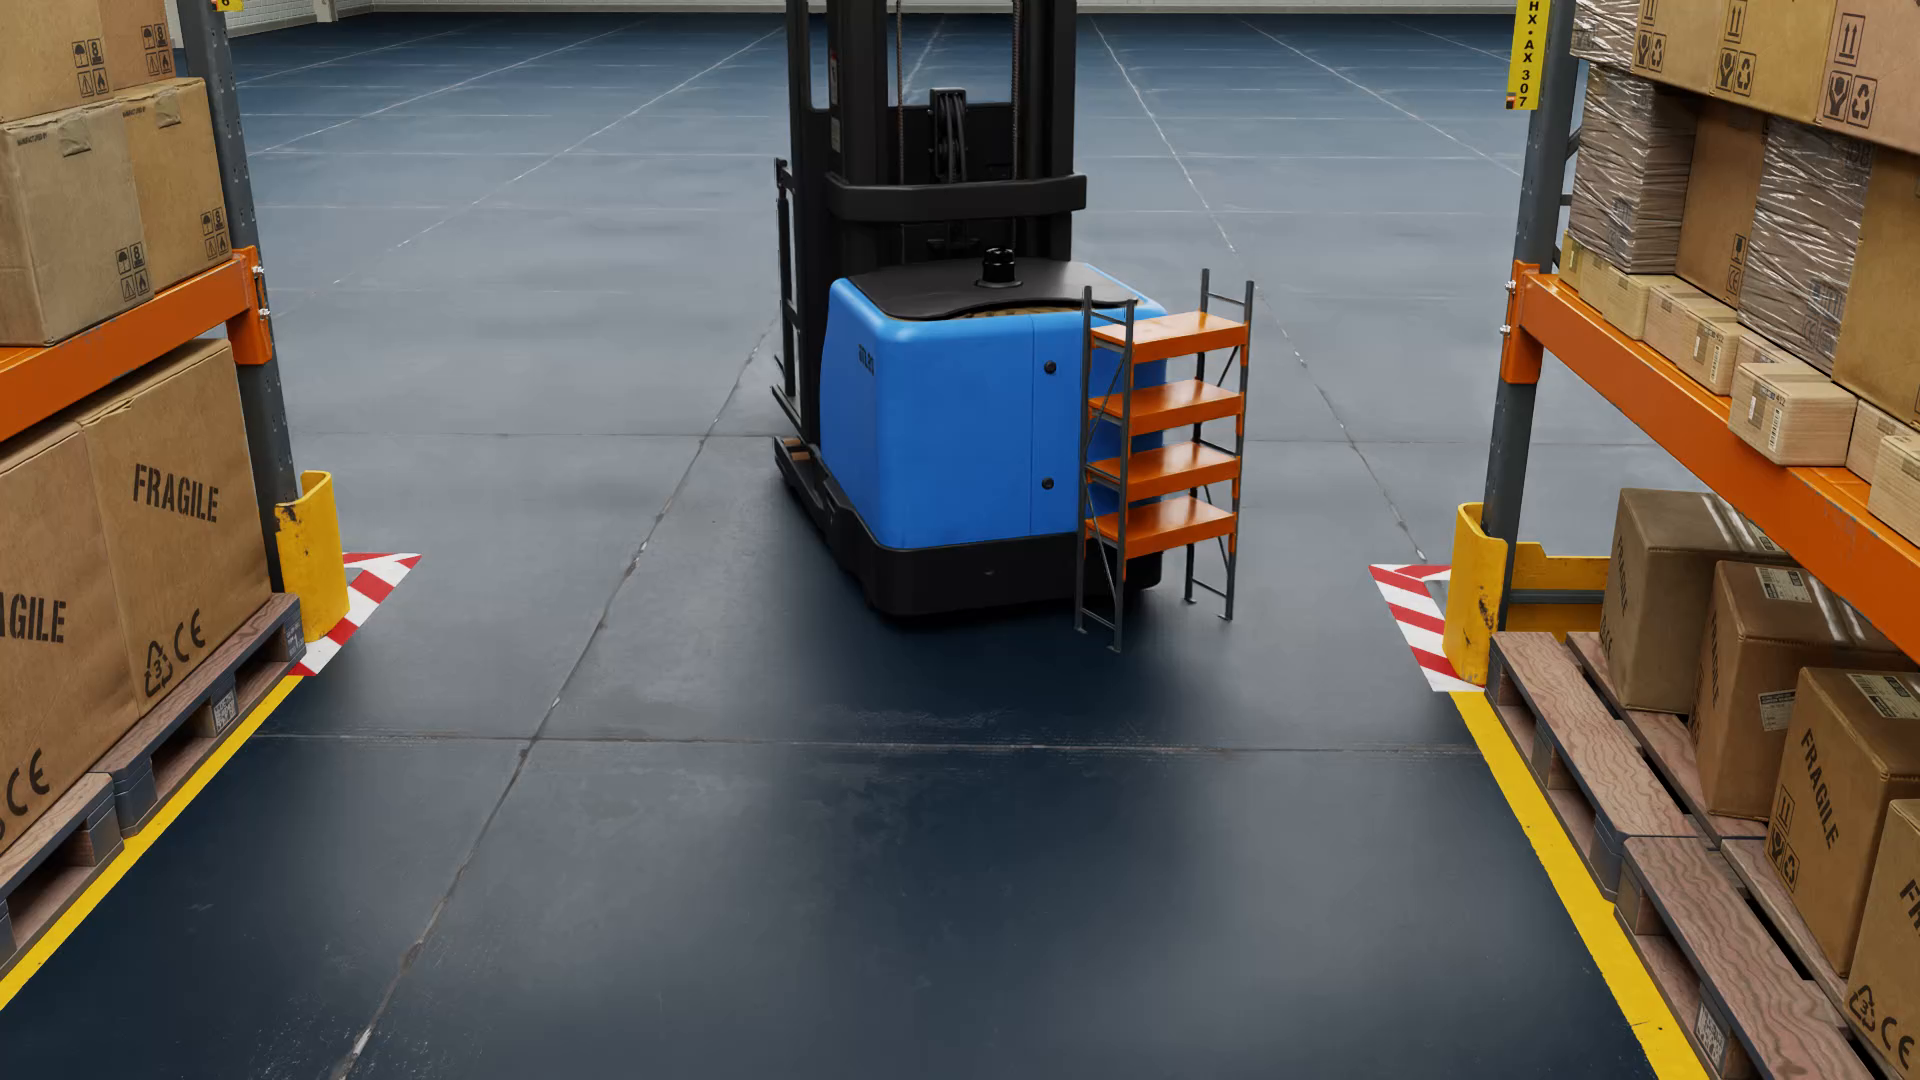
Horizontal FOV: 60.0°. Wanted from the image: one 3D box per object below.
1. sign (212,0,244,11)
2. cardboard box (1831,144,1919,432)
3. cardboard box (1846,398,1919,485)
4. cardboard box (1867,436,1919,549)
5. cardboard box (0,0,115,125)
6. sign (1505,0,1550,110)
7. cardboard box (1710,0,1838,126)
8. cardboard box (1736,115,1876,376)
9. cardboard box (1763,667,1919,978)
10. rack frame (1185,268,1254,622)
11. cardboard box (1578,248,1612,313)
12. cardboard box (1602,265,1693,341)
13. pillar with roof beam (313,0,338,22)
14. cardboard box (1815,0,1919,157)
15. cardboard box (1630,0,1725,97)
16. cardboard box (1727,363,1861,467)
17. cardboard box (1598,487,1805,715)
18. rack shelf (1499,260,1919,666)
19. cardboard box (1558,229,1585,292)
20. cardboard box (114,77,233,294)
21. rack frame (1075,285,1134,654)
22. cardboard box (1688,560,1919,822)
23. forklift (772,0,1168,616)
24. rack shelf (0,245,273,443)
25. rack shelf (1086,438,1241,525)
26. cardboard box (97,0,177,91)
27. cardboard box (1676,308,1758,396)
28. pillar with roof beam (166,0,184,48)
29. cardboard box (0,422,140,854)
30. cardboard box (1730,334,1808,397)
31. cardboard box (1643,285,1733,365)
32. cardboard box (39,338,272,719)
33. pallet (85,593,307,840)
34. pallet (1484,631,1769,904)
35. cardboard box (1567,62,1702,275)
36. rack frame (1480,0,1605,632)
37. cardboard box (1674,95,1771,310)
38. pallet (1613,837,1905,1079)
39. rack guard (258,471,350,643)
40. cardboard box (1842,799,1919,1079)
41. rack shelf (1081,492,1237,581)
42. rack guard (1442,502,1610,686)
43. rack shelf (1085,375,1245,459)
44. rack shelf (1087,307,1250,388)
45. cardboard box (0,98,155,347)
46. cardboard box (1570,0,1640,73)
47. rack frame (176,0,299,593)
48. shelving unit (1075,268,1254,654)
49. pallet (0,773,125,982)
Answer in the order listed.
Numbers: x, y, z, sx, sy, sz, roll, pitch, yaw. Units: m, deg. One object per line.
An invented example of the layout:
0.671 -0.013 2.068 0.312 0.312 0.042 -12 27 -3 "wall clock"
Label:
-2.208 -1.746 4.953 0.100 0.325 0.005 1 21 2 "sign"
2.180 -0.459 3.016 0.875 0.500 0.500 1 21 2 "cardboard box"
1.940 -0.165 3.154 0.380 0.149 0.250 1 21 2 "cardboard box"
1.856 -0.075 2.923 0.380 0.149 0.250 1 21 2 "cardboard box"
-2.724 -1.346 4.151 0.875 0.550 0.550 1 21 2 "cardboard box"
1.662 -1.425 4.858 0.100 0.325 0.005 1 21 2 "sign"
1.880 -1.109 3.310 0.500 0.500 0.500 1 21 2 "cardboard box"
2.207 -0.640 3.481 0.875 0.500 0.500 1 21 2 "cardboard box"
2.147 0.623 3.653 0.500 0.500 0.500 3 21 7 "cardboard box"
0.878 -0.312 5.673 0.015 1.200 0.240 -13 25 -30 "rack frame"
1.931 -0.708 4.553 0.380 0.149 0.250 1 21 2 "cardboard box"
1.908 -0.617 4.321 0.380 0.149 0.250 1 21 2 "cardboard box"
-8.369 -14.532 31.542 9.100 9.000 0.400 1 21 2 "pillar with roof beam"
1.870 -0.928 2.844 0.500 0.500 0.500 1 21 2 "cardboard box"
1.893 -1.290 3.776 0.500 0.500 0.500 1 21 2 "cardboard box"
1.815 -0.256 3.390 0.380 0.149 0.250 1 21 2 "cardboard box"
2.169 0.180 4.794 0.500 0.500 0.500 5 22 12 "cardboard box"
2.144 0.043 3.265 1.077 0.370 4.000 1 21 2 "rack shelf"
1.958 -0.798 4.786 0.380 0.149 0.250 1 21 2 "cardboard box"
-2.716 -1.042 4.860 0.875 0.550 0.550 1 21 2 "cardboard box"
0.467 -0.217 5.429 0.015 1.200 0.240 -13 25 -30 "rack frame"
2.185 0.396 4.236 0.500 0.500 0.500 6 22 16 "cardboard box"
-0.178 -1.610 6.625 1.130 2.935 3.031 -6 22 -15 "forklift"
-2.811 -0.048 3.500 1.077 0.370 4.000 1 21 2 "rack shelf"
0.673 -0.201 5.575 0.480 0.148 0.258 -13 25 -30 "rack shelf"
-2.800 -1.546 4.667 0.875 0.550 0.550 1 21 2 "cardboard box"
1.907 -0.436 3.854 0.380 0.149 0.250 1 21 2 "cardboard box"
-8.551 -12.363 25.951 9.100 9.000 0.400 1 21 2 "pillar with roof beam"
-2.729 0.252 4.088 0.875 0.875 0.875 0 21 1 "cardboard box"
1.926 -0.346 3.621 0.380 0.149 0.250 1 21 2 "cardboard box"
1.922 -0.527 4.087 0.380 0.149 0.250 1 21 2 "cardboard box"
-2.704 -0.066 4.908 0.875 0.875 0.875 1 21 2 "cardboard box"
-2.696 0.484 4.991 1.003 0.211 1.213 1 21 2 "pallet"
2.142 0.606 4.676 1.003 0.211 1.213 1 21 2 "pallet"
2.161 -1.002 4.415 0.875 0.500 0.500 1 21 2 "cardboard box"
2.205 -1.015 4.999 1.000 3.000 0.127 1 21 2 "rack frame"
2.265 -0.820 3.946 0.875 0.500 0.500 1 21 2 "cardboard box"
2.102 1.046 3.543 1.003 0.211 1.213 1 21 2 "pallet"
-2.749 0.050 5.708 1.175 0.500 0.348 1 21 2 "rack guard"
2.085 0.824 3.134 0.500 0.500 0.500 -1 21 -3 "cardboard box"
0.673 -0.016 5.647 0.480 0.148 0.258 -13 25 -30 "rack shelf"
2.202 0.178 5.380 1.175 0.500 0.348 1 21 2 "rack guard"
0.673 -0.410 5.494 0.480 0.148 0.258 -13 25 -30 "rack shelf"
0.673 -0.630 5.409 0.480 0.148 0.258 -13 25 -30 "rack shelf"
-2.711 -0.843 4.346 0.875 0.550 0.550 1 21 2 "cardboard box"
1.916 -1.471 4.241 0.500 0.500 0.500 1 21 2 "cardboard box"
-2.750 -1.106 5.234 1.000 3.000 0.127 1 21 2 "rack frame"
0.673 -0.264 5.551 0.503 1.200 0.258 -13 25 -30 "shelving unit"
-2.736 0.924 3.857 1.003 0.211 1.213 1 21 2 "pallet"
